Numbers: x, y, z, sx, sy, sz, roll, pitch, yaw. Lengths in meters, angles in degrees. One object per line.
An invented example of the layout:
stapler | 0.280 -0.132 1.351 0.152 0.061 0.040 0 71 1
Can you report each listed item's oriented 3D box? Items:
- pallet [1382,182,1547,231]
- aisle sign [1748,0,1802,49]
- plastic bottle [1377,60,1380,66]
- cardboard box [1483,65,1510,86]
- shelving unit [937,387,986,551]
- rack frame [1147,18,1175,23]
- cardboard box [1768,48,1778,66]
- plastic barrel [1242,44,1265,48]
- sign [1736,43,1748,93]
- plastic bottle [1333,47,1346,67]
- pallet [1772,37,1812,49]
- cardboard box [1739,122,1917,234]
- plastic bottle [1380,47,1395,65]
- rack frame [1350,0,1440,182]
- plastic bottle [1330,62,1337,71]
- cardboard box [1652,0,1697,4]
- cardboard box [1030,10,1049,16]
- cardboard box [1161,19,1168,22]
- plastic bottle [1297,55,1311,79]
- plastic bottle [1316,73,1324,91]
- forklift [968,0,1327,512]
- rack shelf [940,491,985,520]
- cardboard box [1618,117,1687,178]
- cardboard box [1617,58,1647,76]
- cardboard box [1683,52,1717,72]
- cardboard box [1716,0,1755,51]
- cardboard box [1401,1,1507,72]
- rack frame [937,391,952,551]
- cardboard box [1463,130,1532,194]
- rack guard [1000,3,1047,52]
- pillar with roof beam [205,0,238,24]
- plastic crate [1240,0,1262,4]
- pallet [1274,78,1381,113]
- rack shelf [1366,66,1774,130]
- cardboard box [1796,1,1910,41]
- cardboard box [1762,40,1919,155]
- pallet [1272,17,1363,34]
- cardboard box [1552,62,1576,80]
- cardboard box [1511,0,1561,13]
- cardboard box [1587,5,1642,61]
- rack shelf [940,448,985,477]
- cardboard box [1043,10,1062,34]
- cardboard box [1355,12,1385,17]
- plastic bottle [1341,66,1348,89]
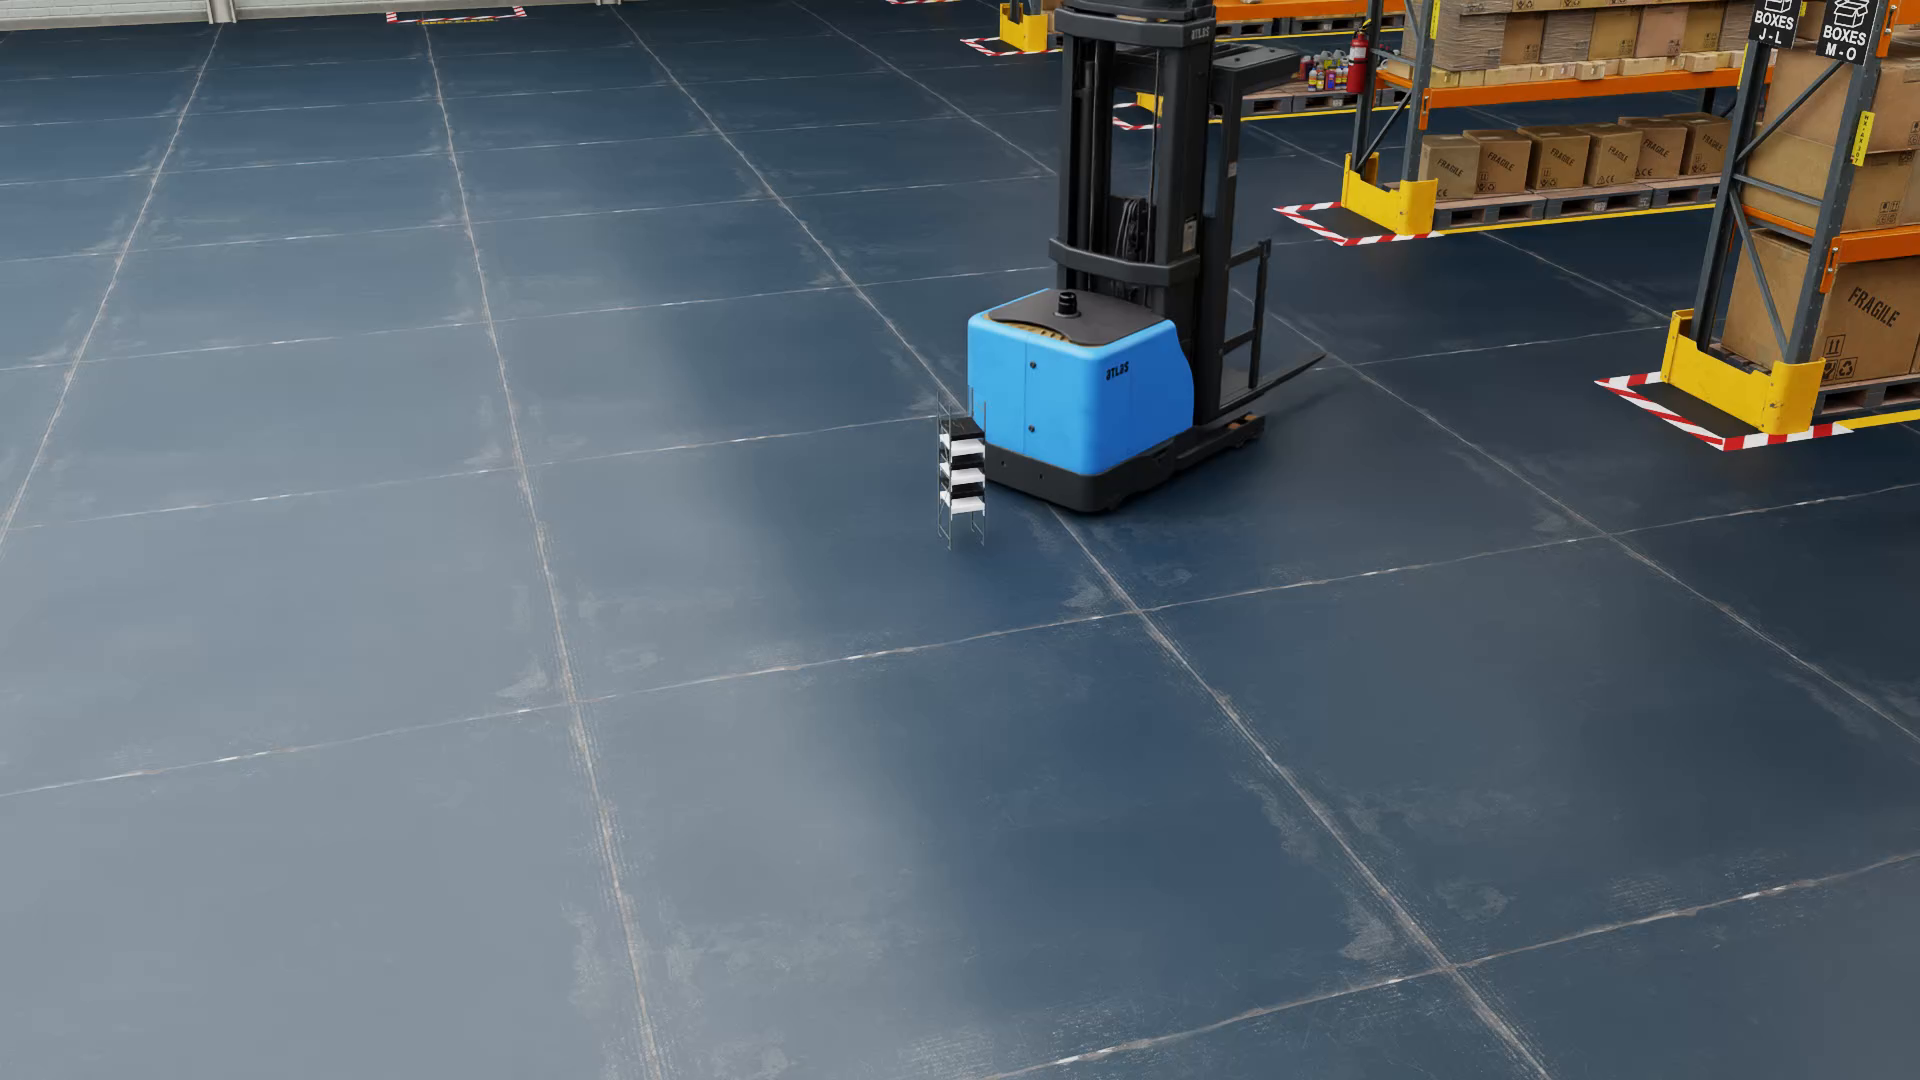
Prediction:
pallet | 4.865 -3.281 16.121 1.213 0.211 1.003 -8 28 -16
aisle sign | 5.288 -3.593 10.691 0.004 0.787 0.394 -8 28 -16
plastic bottle | 5.210 -5.806 20.632 0.133 0.283 0.061 -8 28 -16
cardboard box | 4.840 -4.303 15.327 0.250 0.149 0.380 -8 28 -16
shelving unit | 0.008 -0.404 9.552 0.210 0.900 0.258 -8 28 -16
rack frame | 2.475 -6.517 19.503 0.127 3.000 1.000 -8 28 -16
cardboard box | 7.699 -4.707 16.140 0.250 0.149 0.380 -8 28 -16
plastic barrel | 3.554 -5.782 20.350 0.421 0.512 0.421 0 26 0
sign | 5.294 -3.168 11.189 0.005 0.325 0.100 -8 28 -16
plastic bottle | 4.799 -6.058 21.063 0.185 0.351 0.144 -8 28 -17
pallet | 8.584 -4.931 16.525 1.213 0.211 1.003 -8 28 -16
cardboard box | 5.788 -2.449 11.141 0.550 0.550 0.875 -8 28 -16
plastic bottle | 5.427 -6.081 21.111 0.185 0.351 0.144 -8 28 -16
rack frame | 4.009 -4.423 15.285 0.127 3.000 1.000 -8 28 -16
plastic bottle | 4.701 -5.920 20.954 0.097 0.201 0.097 0 26 0
cardboard box | 6.519 -5.283 15.447 0.500 0.500 0.500 -8 28 -16
cardboard box | 1.363 -7.767 24.641 0.500 0.250 0.500 -8 28 -16
cardboard box | 2.950 -7.754 24.615 0.500 0.250 0.500 -8 28 -16
plastic bottle | 4.334 -5.955 20.940 0.135 0.276 0.152 -8 28 -16
plastic bottle | 4.394 -5.593 20.294 0.097 0.201 0.097 0 26 0
forklift | 1.385 -2.052 10.587 1.130 2.935 3.031 21 34 36
rack shelf | 0.008 -0.213 9.647 0.200 0.077 0.258 -8 28 -16
cardboard box | 6.877 -3.922 16.615 0.500 0.500 0.500 0 26 0
cardboard box | 6.268 -4.507 15.737 0.250 0.149 0.380 -8 28 -16
cardboard box | 6.999 -4.586 15.897 0.250 0.149 0.380 -8 28 -16
cardboard box | 7.365 -5.116 16.234 0.500 0.500 0.875 -8 28 -16
cardboard box | 4.540 -4.665 15.326 0.500 0.500 0.875 -8 28 -16
rack frame | -0.089 -0.390 9.524 0.006 0.900 0.240 -8 28 -16
cardboard box | 5.166 -3.667 16.101 0.500 0.500 0.500 -1 26 -3
rack guard | 0.922 -7.489 24.272 0.348 0.500 1.175 -8 28 -16
pillar with roof beam | -10.272 -10.382 20.543 0.400 9.000 9.100 -8 28 -16
plastic crate | 3.426 -6.386 19.536 0.250 0.136 0.298 -8 28 -16
pallet | 4.465 -5.574 20.740 1.213 0.211 1.003 -8 28 -16
rack shelf | 5.911 -4.376 16.000 4.000 0.370 1.077 -8 28 -16
cardboard box | 8.611 -5.480 16.269 1.000 1.000 1.000 -8 28 -16
cardboard box | 5.814 -2.897 10.829 0.550 0.550 0.875 -8 28 -16
pallet | 5.437 -8.031 25.690 1.213 0.211 1.003 -8 28 -16
cardboard box | 5.540 -4.423 15.569 0.250 0.149 0.380 -8 28 -16
cardboard box | 5.094 -5.075 15.027 0.500 0.500 0.500 -8 28 -16
cardboard box | 5.946 -4.899 15.797 0.500 0.500 0.875 -8 28 -16
rack shelf | 0.008 -0.455 9.527 0.200 0.077 0.258 -8 28 -16
cardboard box | 1.524 -7.548 24.200 0.500 0.250 0.500 -8 28 -16
cardboard box | 6.186 -8.212 25.538 0.500 0.250 0.500 -9 28 -18
plastic bottle | 4.717 -5.671 20.372 0.097 0.271 0.097 0 26 0
